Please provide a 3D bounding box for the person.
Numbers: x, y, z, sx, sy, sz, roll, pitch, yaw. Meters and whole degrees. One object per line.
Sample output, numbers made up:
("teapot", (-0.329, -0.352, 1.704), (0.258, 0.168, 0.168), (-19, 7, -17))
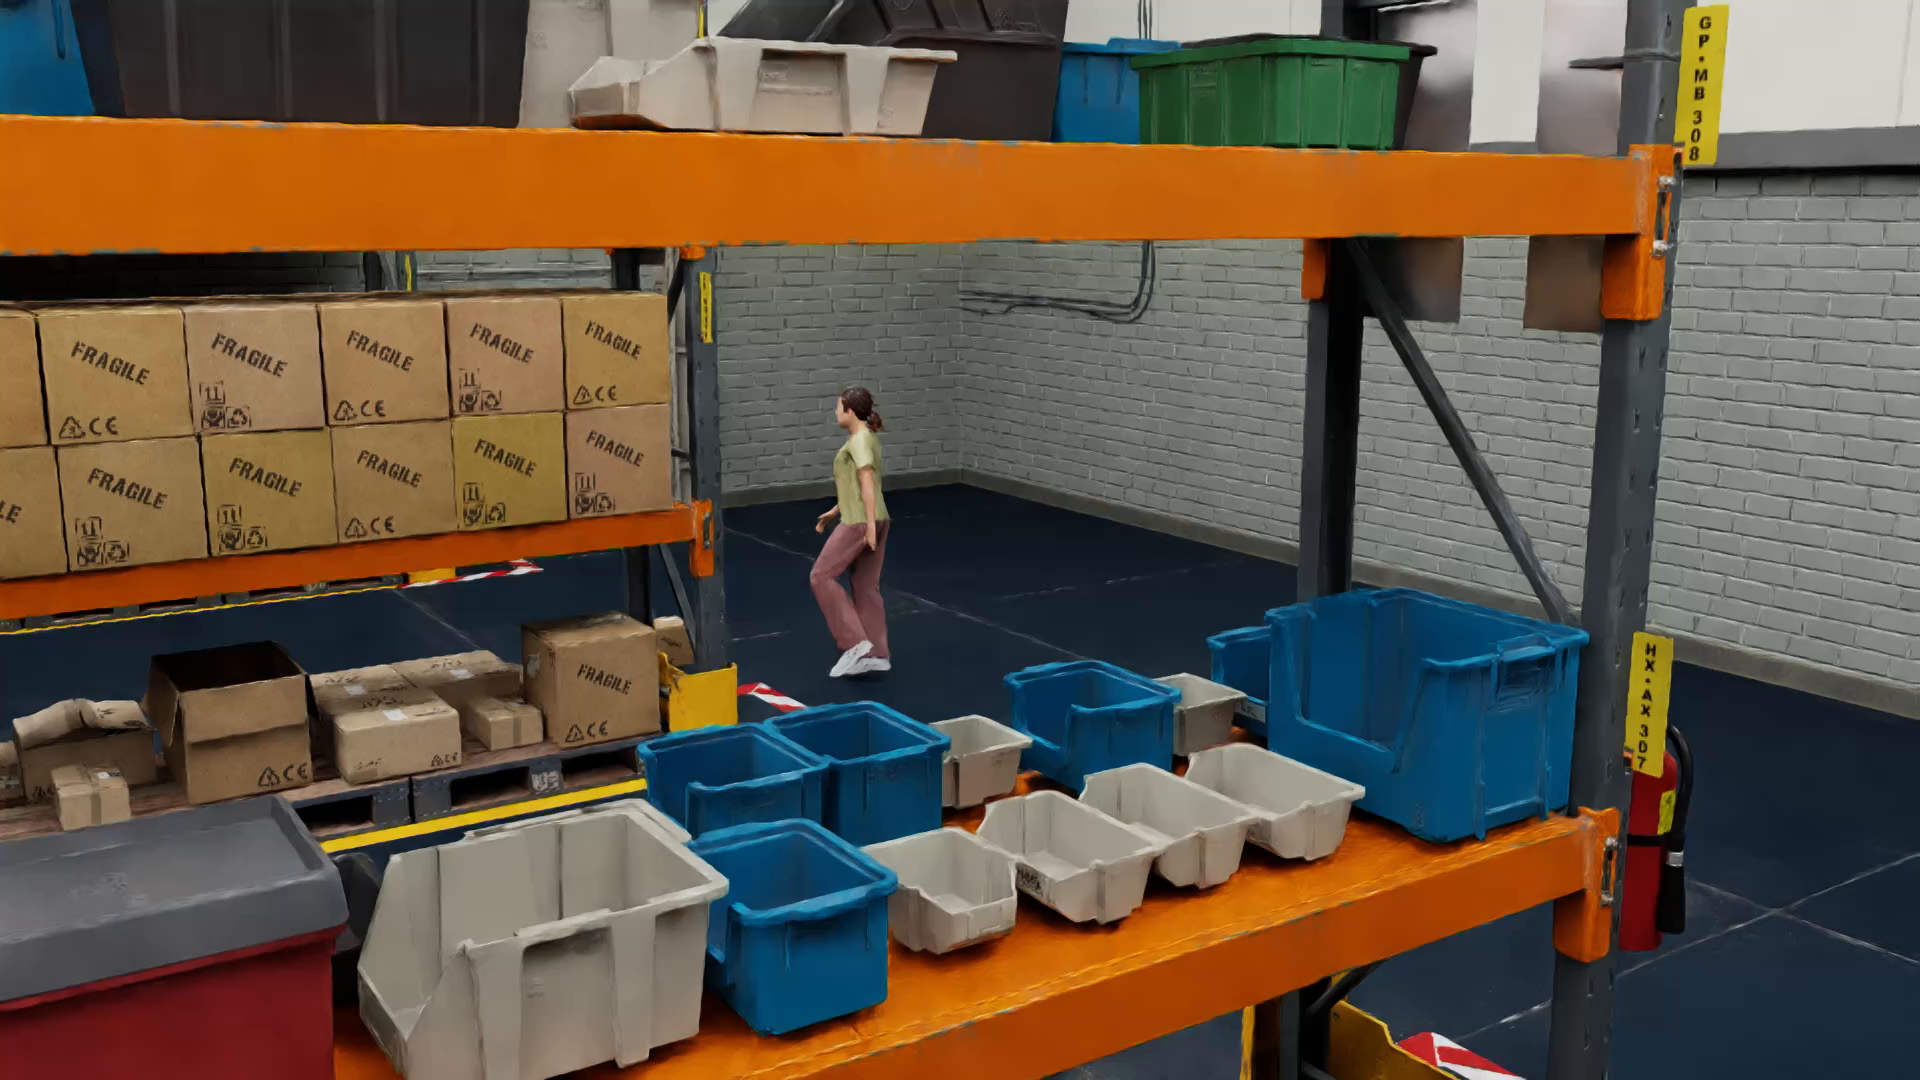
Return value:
("person", (-0.625, -0.060, 9.663), (0.478, 1.650, 0.651), (1, 11, 7))
